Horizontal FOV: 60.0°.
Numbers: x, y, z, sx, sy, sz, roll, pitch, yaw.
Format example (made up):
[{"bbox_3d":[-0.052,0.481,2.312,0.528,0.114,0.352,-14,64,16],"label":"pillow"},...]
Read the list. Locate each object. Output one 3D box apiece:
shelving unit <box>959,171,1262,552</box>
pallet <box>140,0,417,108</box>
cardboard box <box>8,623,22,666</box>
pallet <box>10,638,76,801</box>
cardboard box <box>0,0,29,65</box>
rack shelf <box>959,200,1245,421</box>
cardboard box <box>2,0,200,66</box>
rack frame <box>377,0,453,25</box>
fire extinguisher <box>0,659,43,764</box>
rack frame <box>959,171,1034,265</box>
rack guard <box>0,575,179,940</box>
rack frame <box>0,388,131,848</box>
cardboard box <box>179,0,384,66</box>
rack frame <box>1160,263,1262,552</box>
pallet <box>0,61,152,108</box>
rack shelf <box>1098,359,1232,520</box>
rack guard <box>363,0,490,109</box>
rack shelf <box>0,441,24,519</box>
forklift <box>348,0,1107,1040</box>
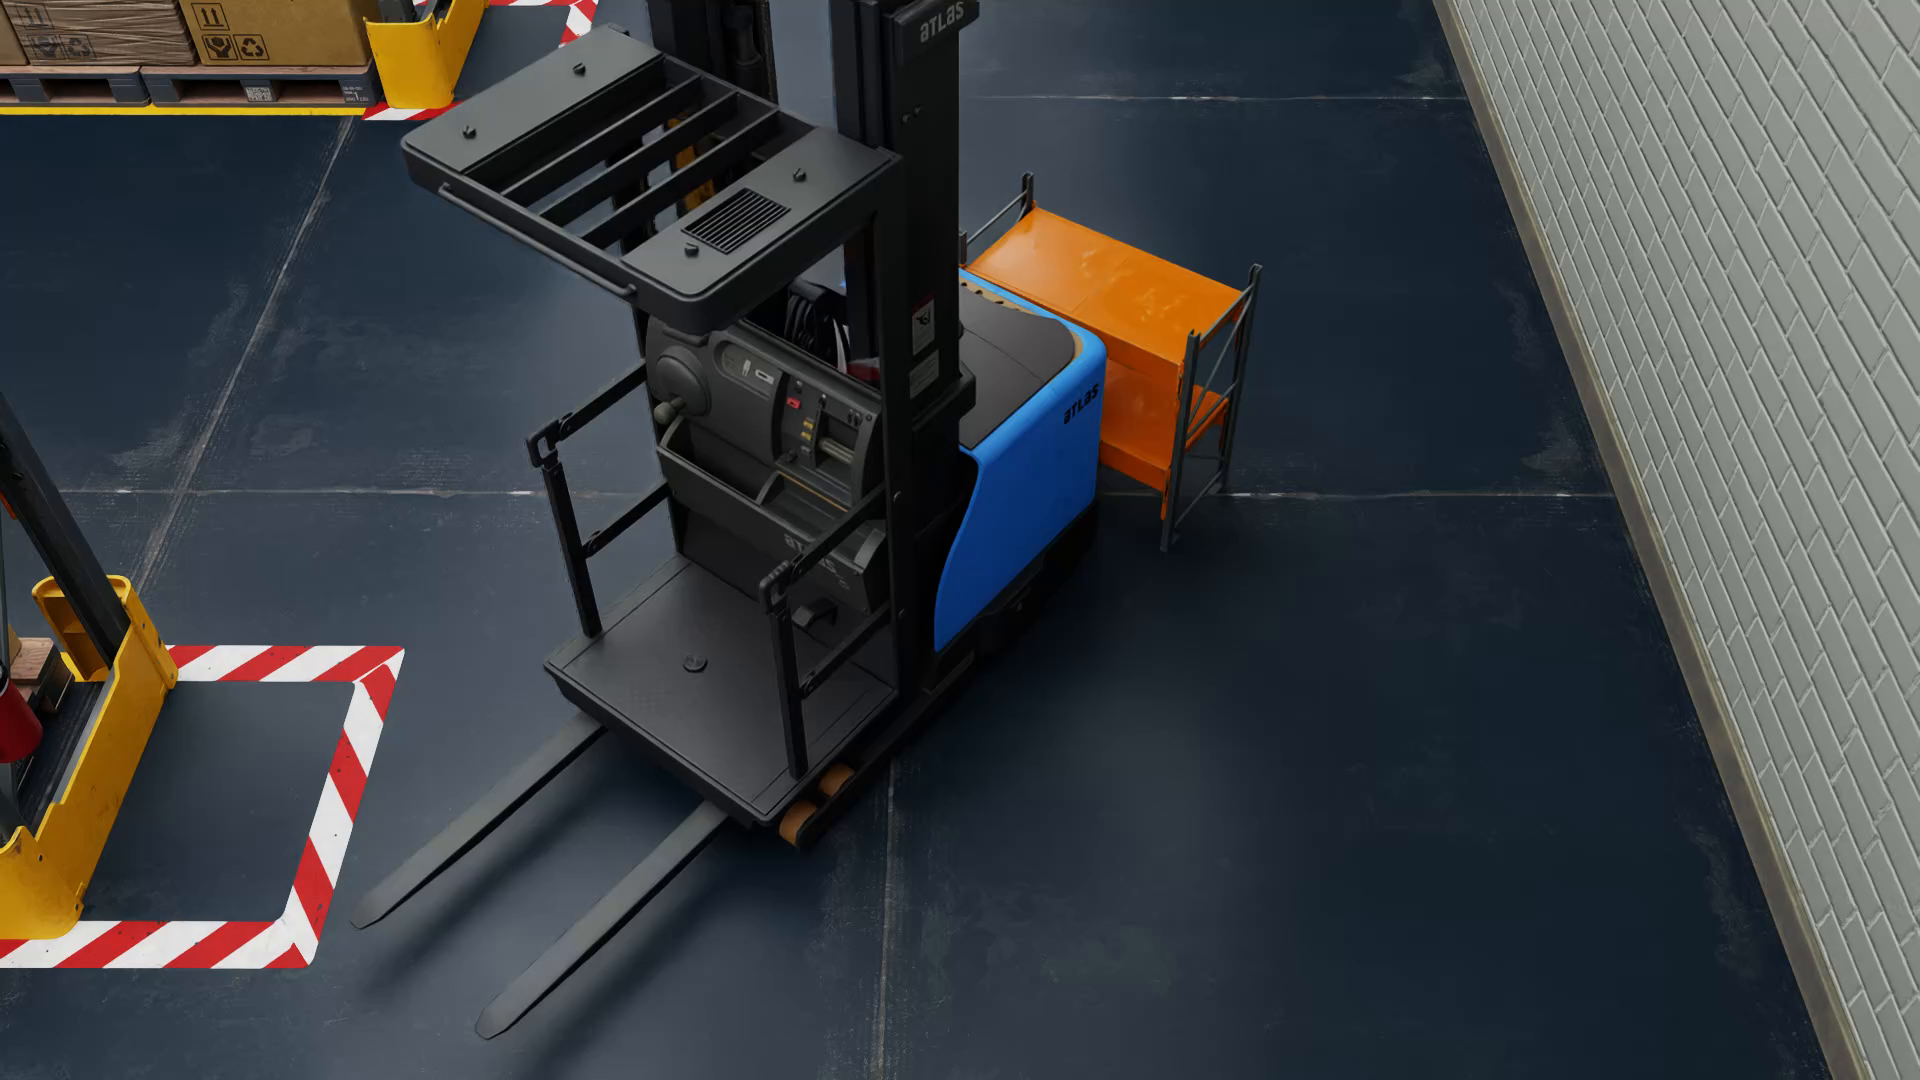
[{"bbox_3d":[0.549,-0.703,6.636,1.048,1.125,0.538,27,53,23],"label":"shelving unit"},{"bbox_3d":[-3.727,-2.751,9.167,1.213,0.211,1.003,0,47,0],"label":"pallet"},{"bbox_3d":[-3.569,0.466,5.927,0.250,0.149,0.380,1,47,1],"label":"cardboard box"},{"bbox_3d":[-3.935,0.796,5.865,1.213,0.211,1.003,0,47,0],"label":"pallet"},{"bbox_3d":[-5.367,-3.124,8.773,0.875,0.875,0.875,0,47,0],"label":"cardboard box"},{"bbox_3d":[0.549,-0.903,6.422,1.000,0.278,0.538,27,53,23],"label":"rack shelf"},{"bbox_3d":[-4.477,-3.121,8.771,0.875,0.875,0.875,0,47,0],"label":"cardboard box"},{"bbox_3d":[-2.927,-3.756,8.197,0.127,3.000,1.000,0,47,0],"label":"rack frame"},{"bbox_3d":[-2.796,0.366,4.668,0.183,0.674,0.296,0,47,0],"label":"fire extinguisher"},{"bbox_3d":[0.135,-0.919,6.837,0.032,1.125,0.500,27,53,23],"label":"rack frame"},{"bbox_3d":[-3.122,0.725,5.733,0.348,0.500,1.175,0,47,0],"label":"rack guard"},{"bbox_3d":[-3.046,-0.126,4.818,0.127,3.000,1.000,0,47,0],"label":"rack frame"},{"bbox_3d":[-3.567,-3.119,8.768,0.875,0.875,0.875,0,47,0],"label":"cardboard box"},{"bbox_3d":[0.963,-0.488,6.436,0.032,1.125,0.500,27,53,23],"label":"rack frame"},{"bbox_3d":[-4.944,-2.757,9.172,1.213,0.211,1.003,0,47,0],"label":"pallet"},{"bbox_3d":[0.549,-0.537,6.815,1.000,0.278,0.538,27,53,23],"label":"rack shelf"},{"bbox_3d":[-2.903,-2.905,9.112,0.348,0.500,1.175,0,47,0],"label":"rack guard"},{"bbox_3d":[-5.046,0.114,5.086,4.000,0.370,1.077,0,47,0],"label":"rack shelf"},{"bbox_3d":[-0.761,-0.353,5.077,1.130,2.935,3.031,30,54,25],"label":"forklift"}]
